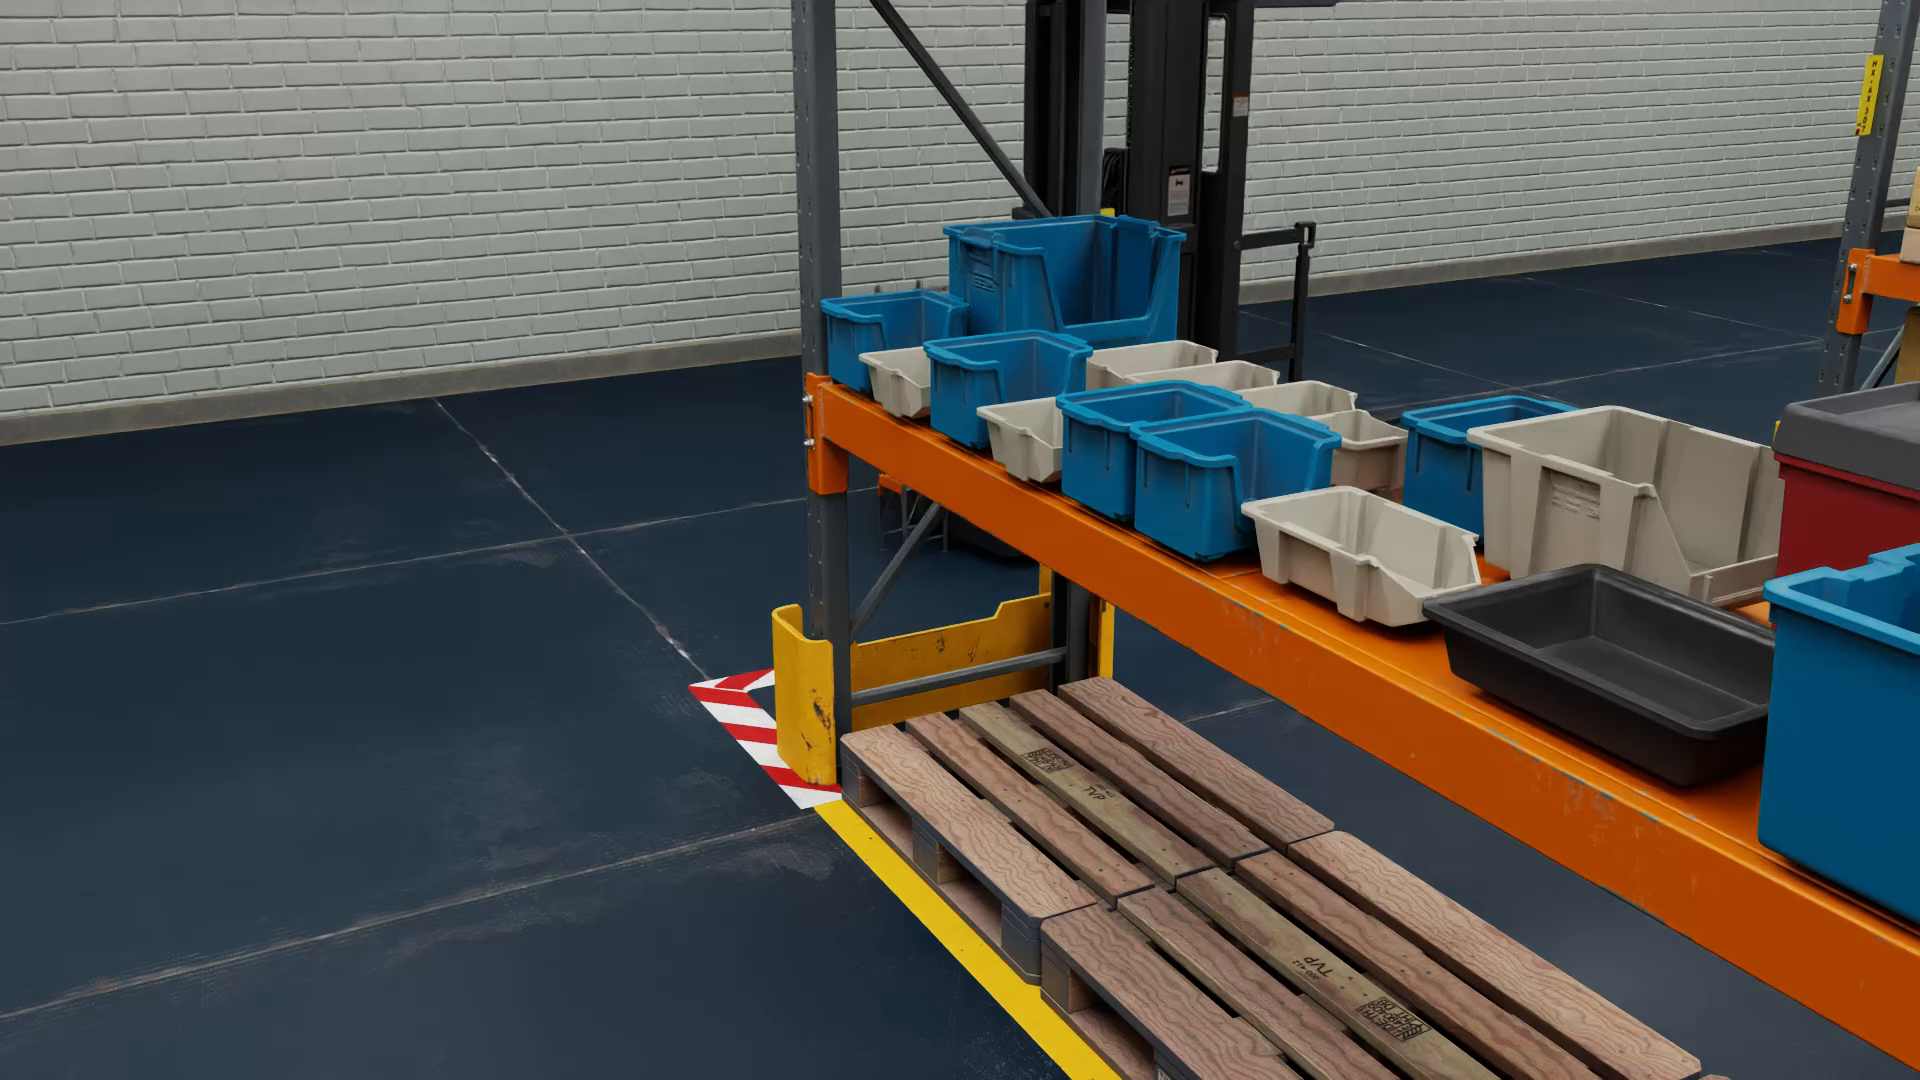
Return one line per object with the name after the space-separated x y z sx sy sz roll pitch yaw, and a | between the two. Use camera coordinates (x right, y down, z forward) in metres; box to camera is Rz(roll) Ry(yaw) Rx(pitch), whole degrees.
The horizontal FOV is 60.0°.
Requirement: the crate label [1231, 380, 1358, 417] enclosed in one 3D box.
0.808 -0.290 4.186 0.396 0.136 0.243 -10 21 -27 | crate label

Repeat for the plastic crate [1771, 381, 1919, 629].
1.679 0.040 2.726 0.402 0.464 0.583 -10 21 -27 | plastic crate

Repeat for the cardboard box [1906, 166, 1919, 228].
4.332 -1.411 6.897 0.500 0.250 0.500 -11 22 -28 | cardboard box

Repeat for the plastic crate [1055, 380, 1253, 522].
0.436 -0.203 3.787 0.416 0.233 0.300 -10 21 -27 | plastic crate

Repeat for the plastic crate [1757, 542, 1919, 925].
1.361 0.292 2.119 0.392 0.384 0.575 -10 21 -27 | plastic crate

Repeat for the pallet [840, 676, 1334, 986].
0.341 0.807 4.970 1.003 0.211 1.213 -10 21 -27 | pallet

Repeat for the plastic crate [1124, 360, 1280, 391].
0.655 -0.366 4.407 0.396 0.136 0.243 -10 21 -27 | plastic crate

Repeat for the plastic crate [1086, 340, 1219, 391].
0.530 -0.452 4.654 0.396 0.136 0.243 -10 21 -27 | plastic crate

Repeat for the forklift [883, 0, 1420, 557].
1.107 -1.664 7.959 3.031 2.935 1.130 -14 23 -34 | forklift

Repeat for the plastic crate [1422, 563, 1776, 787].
1.115 0.216 2.736 0.437 0.125 0.590 -10 21 -27 | plastic crate

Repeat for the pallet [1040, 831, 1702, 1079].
0.916 1.157 3.956 1.003 0.211 1.213 -10 21 -27 | pallet

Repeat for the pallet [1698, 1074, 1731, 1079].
1.499 1.507 2.940 1.003 0.211 1.213 -10 21 -27 | pallet

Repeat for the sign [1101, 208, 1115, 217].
0.460 -0.921 5.452 0.100 0.325 0.005 -10 21 -27 | sign

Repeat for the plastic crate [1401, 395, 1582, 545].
1.184 -0.153 3.642 0.416 0.233 0.300 -10 21 -27 | plastic crate

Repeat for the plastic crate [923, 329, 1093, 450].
0.123 -0.392 4.335 0.416 0.233 0.300 -10 21 -27 | plastic crate

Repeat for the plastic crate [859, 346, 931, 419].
-0.110 -0.431 4.594 0.250 0.136 0.298 -10 21 -27 | plastic crate

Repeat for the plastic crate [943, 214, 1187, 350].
0.307 -0.732 5.008 0.616 0.435 0.499 -10 21 -27 | plastic crate

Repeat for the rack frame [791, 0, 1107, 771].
-0.017 -0.754 5.218 1.000 3.000 0.127 -10 21 -27 | rack frame

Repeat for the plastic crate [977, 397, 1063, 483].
0.212 -0.236 4.030 0.250 0.136 0.298 -10 21 -27 | plastic crate

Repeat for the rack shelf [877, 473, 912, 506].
-0.210 -0.246 7.374 0.258 0.103 0.180 -14 23 -34 | rack shelf

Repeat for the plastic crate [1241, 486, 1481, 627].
0.791 0.037 3.237 0.293 0.136 0.466 -10 21 -27 | plastic crate

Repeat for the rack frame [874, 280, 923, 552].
-0.266 -0.538 7.350 0.240 1.200 0.006 -14 23 -34 | rack frame

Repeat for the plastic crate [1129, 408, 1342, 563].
0.578 -0.117 3.538 0.416 0.233 0.300 -10 21 -27 | plastic crate

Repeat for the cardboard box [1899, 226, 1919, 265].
4.220 -1.250 7.039 0.380 0.149 0.250 -10 21 -26 | cardboard box

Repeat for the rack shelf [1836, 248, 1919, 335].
5.292 -0.607 5.895 1.077 0.370 4.000 -10 21 -27 | rack shelf

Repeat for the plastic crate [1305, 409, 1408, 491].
0.965 -0.208 3.948 0.298 0.136 0.250 -10 21 -27 | plastic crate

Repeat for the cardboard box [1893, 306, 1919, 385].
4.716 -0.544 7.223 0.875 0.875 0.875 -10 21 -27 | cardboard box

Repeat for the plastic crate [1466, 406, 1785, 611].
1.320 -0.045 3.253 0.437 0.282 0.530 -10 21 -27 | plastic crate

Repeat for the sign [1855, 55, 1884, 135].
3.851 -1.884 7.043 0.100 0.325 0.005 -10 21 -27 | sign

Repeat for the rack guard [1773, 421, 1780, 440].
4.331 -0.347 7.869 1.175 0.500 0.348 -10 21 -27 | rack guard

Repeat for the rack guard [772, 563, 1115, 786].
-0.040 0.423 5.640 1.175 0.500 0.348 -10 21 -27 | rack guard

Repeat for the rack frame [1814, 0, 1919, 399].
4.342 -1.521 7.442 1.000 3.000 0.127 -10 21 -27 | rack frame

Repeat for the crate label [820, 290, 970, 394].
-0.189 -0.581 4.883 0.416 0.233 0.303 -10 21 -27 | crate label

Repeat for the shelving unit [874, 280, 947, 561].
-0.211 -0.514 7.281 0.258 1.200 0.189 -14 23 -34 | shelving unit

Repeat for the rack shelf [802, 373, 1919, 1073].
0.933 0.160 3.672 1.077 0.370 4.000 -10 21 -27 | rack shelf

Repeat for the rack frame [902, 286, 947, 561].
-0.156 -0.490 7.212 0.240 1.200 0.006 -14 23 -34 | rack frame
